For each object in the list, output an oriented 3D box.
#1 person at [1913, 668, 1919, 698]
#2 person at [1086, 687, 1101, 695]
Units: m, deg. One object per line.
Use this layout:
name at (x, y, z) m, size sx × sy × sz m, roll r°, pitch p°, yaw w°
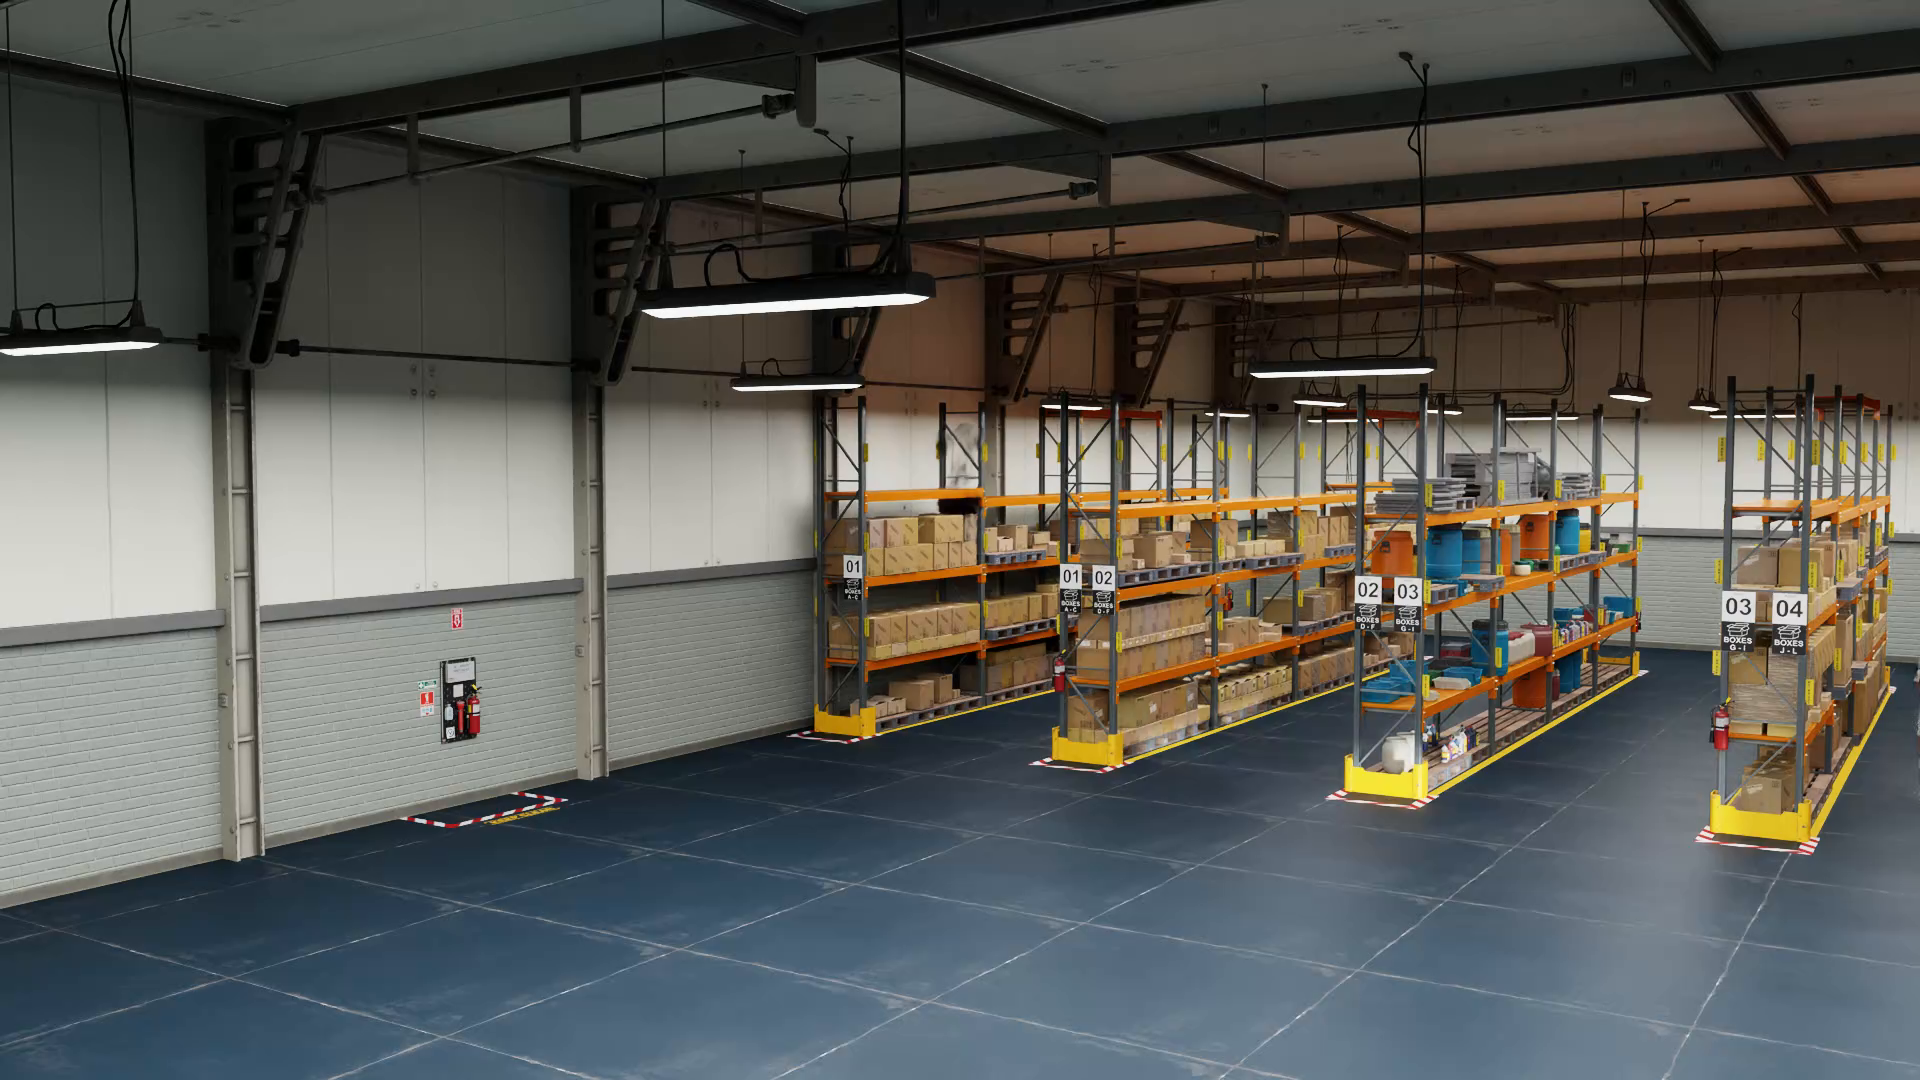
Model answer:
person at (16.340, 2.711, 27.930) m, size 0.582 × 1.736 × 0.765 m, roll 2°, pitch 4°, yaw 37°
person at (2.525, 2.598, 31.016) m, size 0.562 × 1.581 × 0.673 m, roll 1°, pitch 3°, yaw 24°
